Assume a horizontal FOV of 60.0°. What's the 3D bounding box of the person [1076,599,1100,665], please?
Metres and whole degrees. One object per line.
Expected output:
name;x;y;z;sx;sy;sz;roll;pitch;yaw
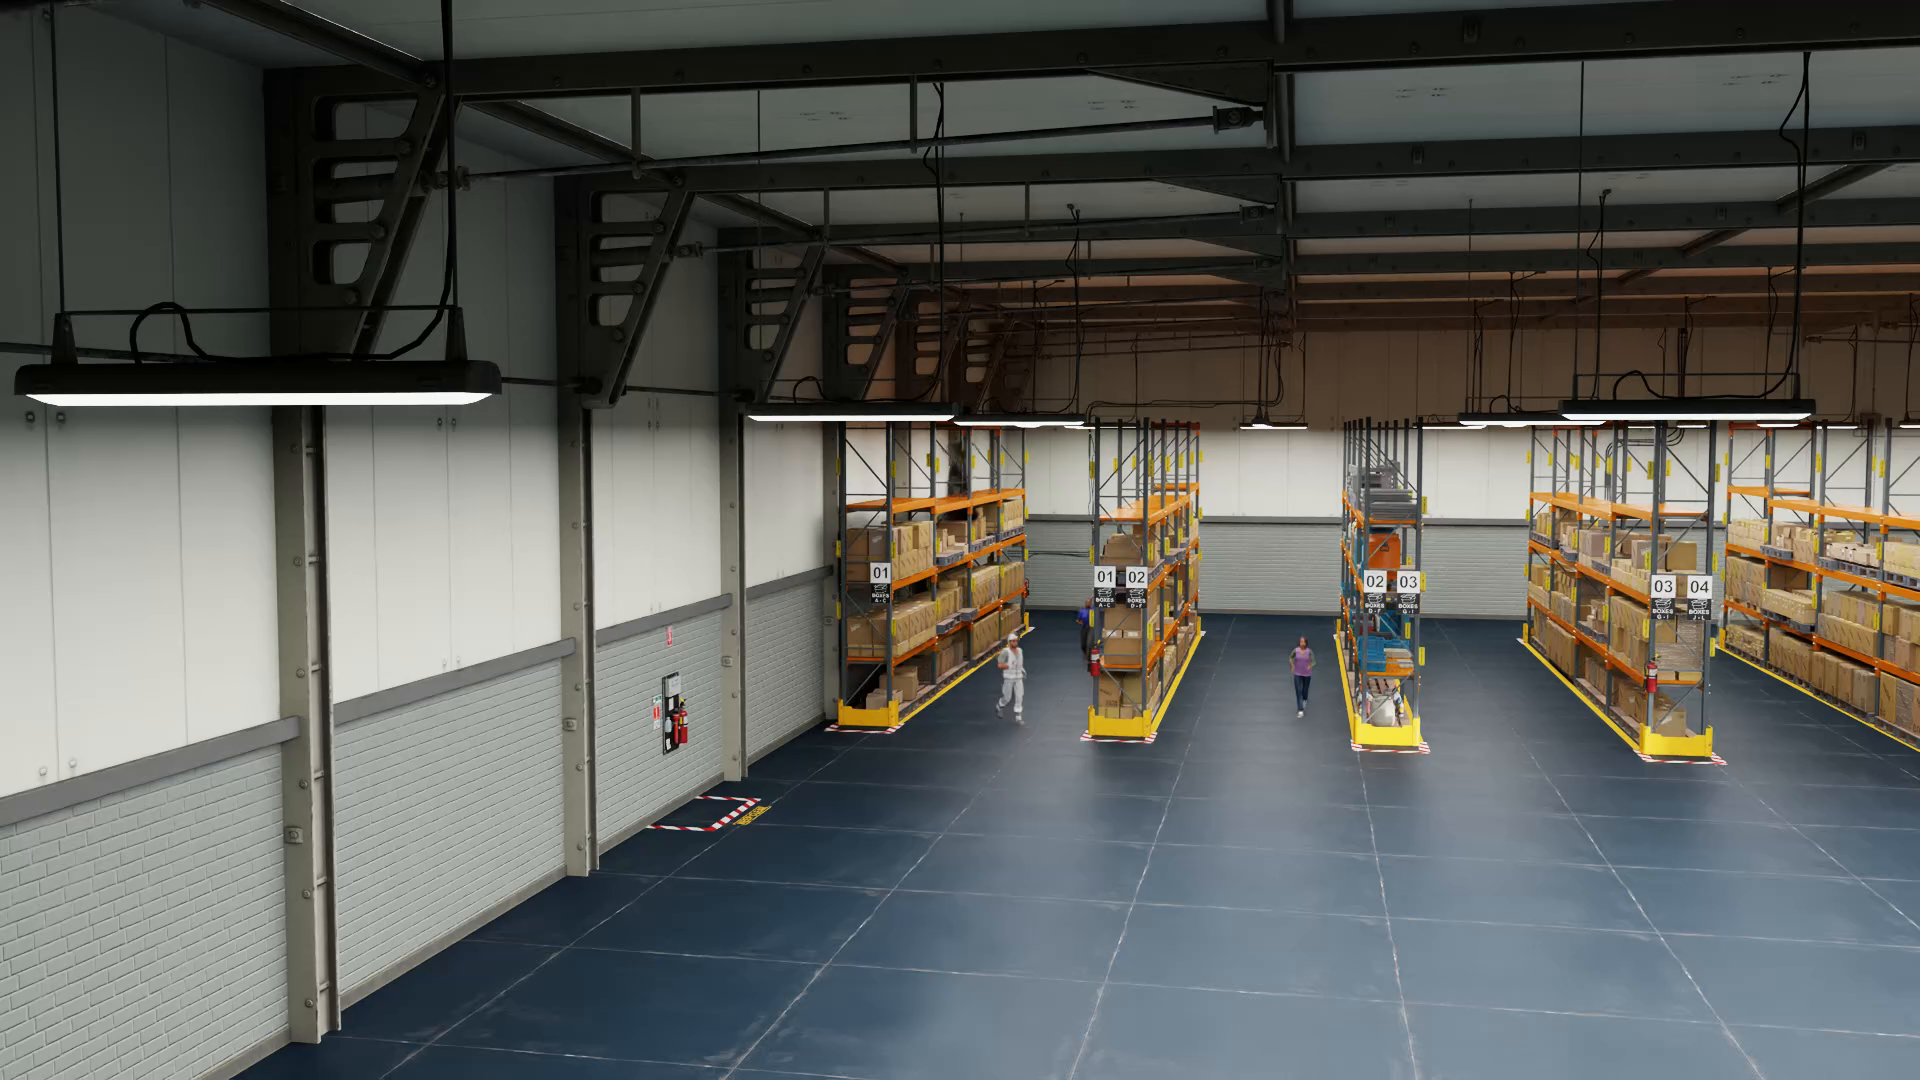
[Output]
person;3.163;2.246;41.026;0.580;1.619;0.717;1;4;9

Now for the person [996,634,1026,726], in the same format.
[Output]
person;1.005;2.708;32.426;0.669;1.774;0.951;-2;4;-28

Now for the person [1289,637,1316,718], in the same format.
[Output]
person;6.921;2.747;33.633;0.541;1.600;0.854;1;4;12

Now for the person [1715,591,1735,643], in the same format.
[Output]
person;20.889;1.925;45.092;0.866;1.749;0.760;0;4;-4
